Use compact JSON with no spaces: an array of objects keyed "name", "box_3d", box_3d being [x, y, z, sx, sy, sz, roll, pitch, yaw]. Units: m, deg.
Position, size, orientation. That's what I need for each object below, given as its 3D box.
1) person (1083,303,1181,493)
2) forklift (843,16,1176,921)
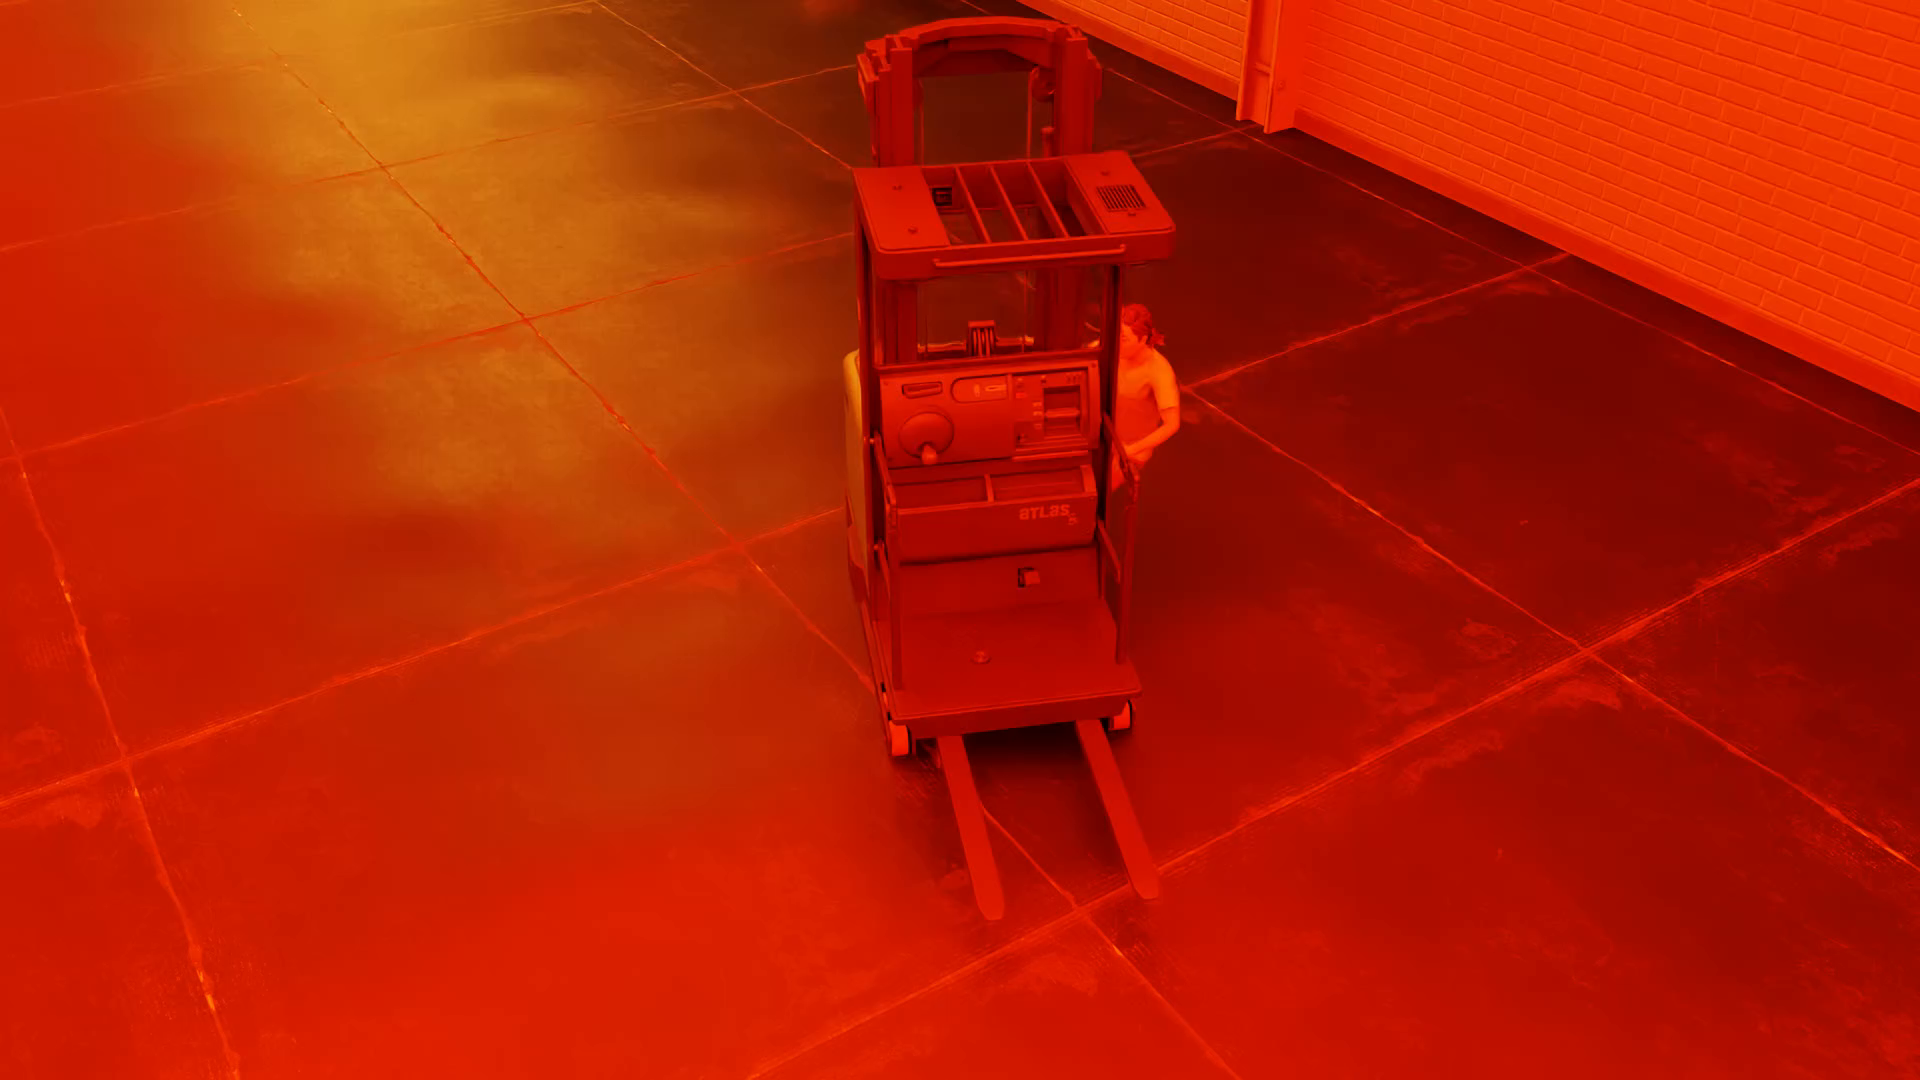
[{"name":"person","box_3d":[0.640,-0.418,8.089,0.728,1.461,0.820,27,43,33]},{"name":"forklift","box_3d":[0.171,-0.472,6.820,1.130,2.935,3.031,-6,36,-8]}]
